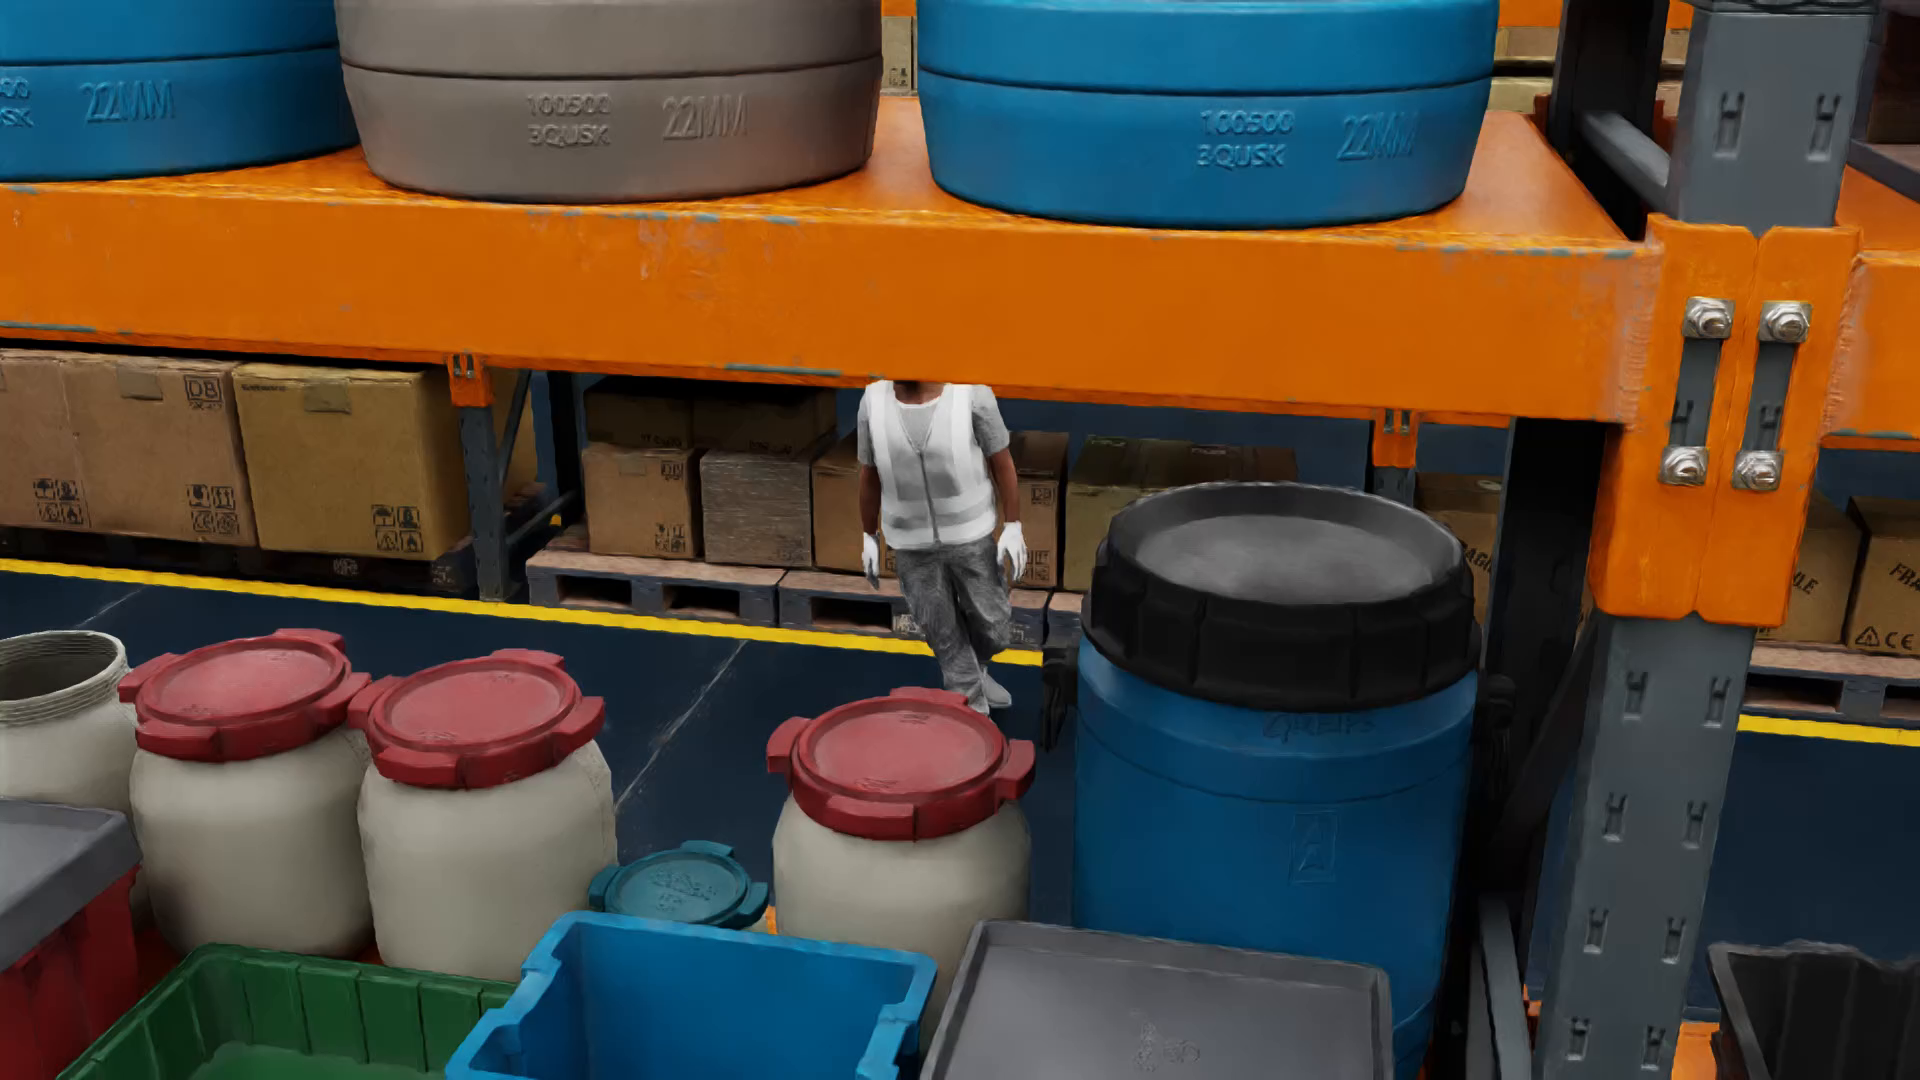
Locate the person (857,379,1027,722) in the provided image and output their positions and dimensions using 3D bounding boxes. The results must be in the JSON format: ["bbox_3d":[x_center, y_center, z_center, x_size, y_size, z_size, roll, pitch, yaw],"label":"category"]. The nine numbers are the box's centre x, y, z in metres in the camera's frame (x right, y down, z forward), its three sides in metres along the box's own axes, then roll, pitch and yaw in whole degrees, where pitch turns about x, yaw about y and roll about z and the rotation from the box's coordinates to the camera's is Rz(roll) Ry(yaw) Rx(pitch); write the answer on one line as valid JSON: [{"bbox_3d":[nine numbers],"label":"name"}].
[{"bbox_3d":[-0.064,-0.037,6.191,0.625,1.758,0.570,0,21,1],"label":"person"}]
